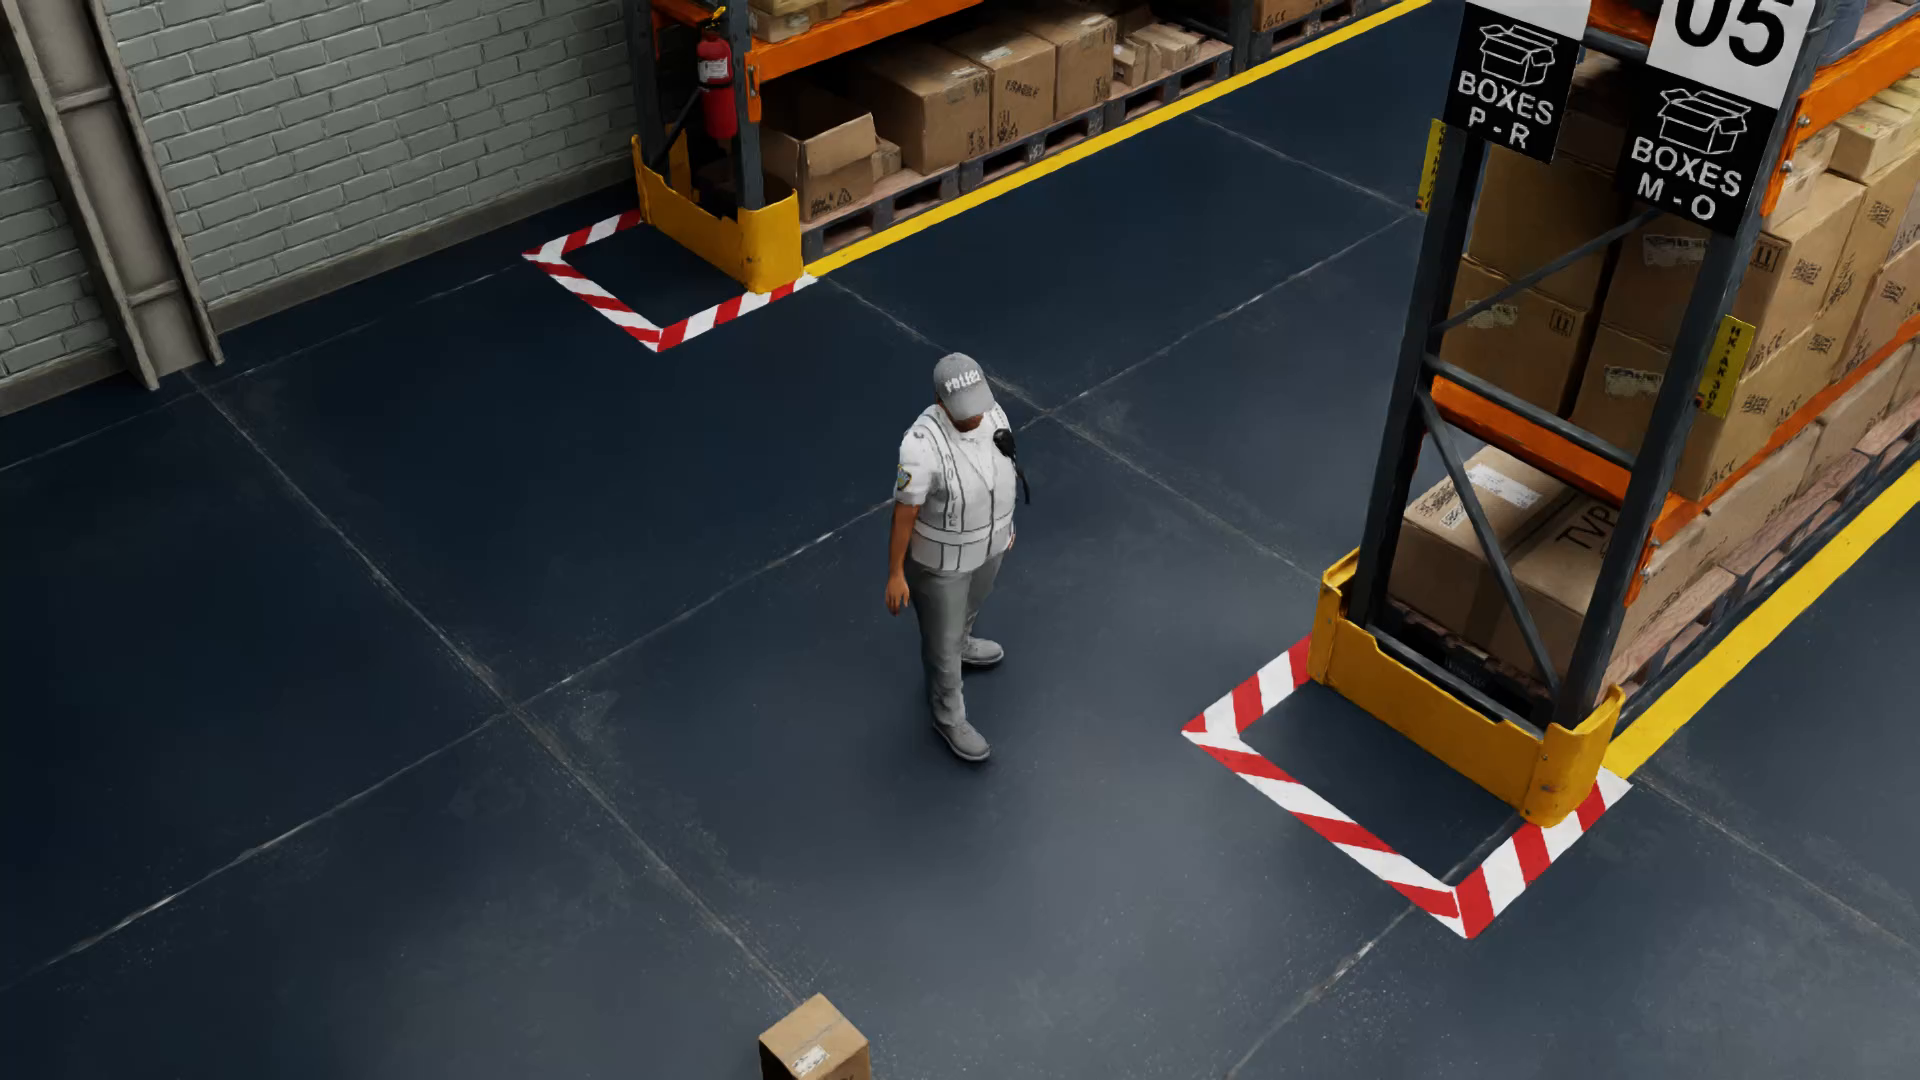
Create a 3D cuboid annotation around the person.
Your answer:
[{"bbox_3d":[-0.005,0.026,6.104,0.681,1.650,0.582,-33,50,-33],"label":"person"}]
